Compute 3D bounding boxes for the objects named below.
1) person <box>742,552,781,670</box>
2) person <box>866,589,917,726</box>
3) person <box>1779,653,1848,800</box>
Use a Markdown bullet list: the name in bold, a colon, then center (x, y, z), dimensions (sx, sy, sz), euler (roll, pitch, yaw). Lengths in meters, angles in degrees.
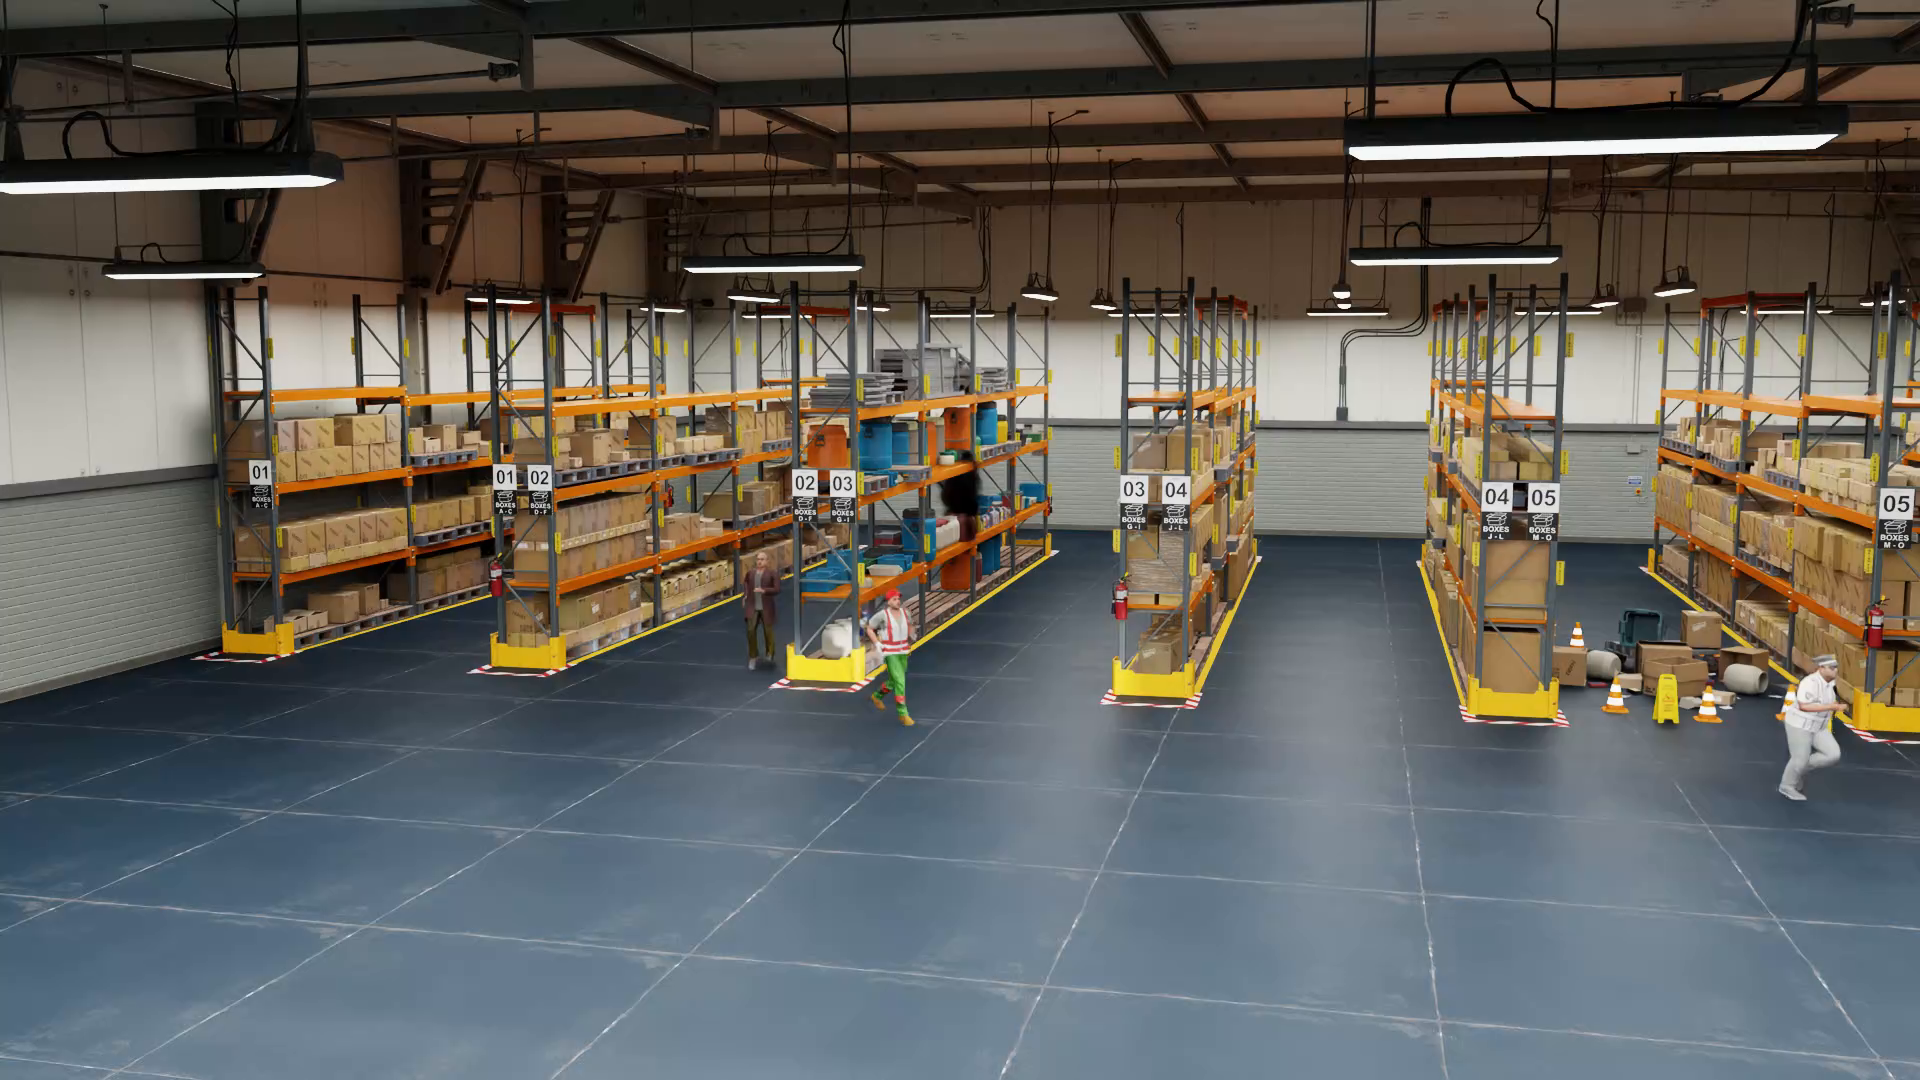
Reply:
- **person**: center (-3.133, 1.110, 26.231), dimensions (0.671, 1.837, 0.832), euler (1, 7, 7)
- **person**: center (-0.884, 1.543, 22.423), dimensions (0.638, 1.796, 0.924), euler (-6, 9, -40)
- **person**: center (9.421, 2.059, 18.308), dimensions (0.646, 1.709, 0.760), euler (-3, 7, -26)
